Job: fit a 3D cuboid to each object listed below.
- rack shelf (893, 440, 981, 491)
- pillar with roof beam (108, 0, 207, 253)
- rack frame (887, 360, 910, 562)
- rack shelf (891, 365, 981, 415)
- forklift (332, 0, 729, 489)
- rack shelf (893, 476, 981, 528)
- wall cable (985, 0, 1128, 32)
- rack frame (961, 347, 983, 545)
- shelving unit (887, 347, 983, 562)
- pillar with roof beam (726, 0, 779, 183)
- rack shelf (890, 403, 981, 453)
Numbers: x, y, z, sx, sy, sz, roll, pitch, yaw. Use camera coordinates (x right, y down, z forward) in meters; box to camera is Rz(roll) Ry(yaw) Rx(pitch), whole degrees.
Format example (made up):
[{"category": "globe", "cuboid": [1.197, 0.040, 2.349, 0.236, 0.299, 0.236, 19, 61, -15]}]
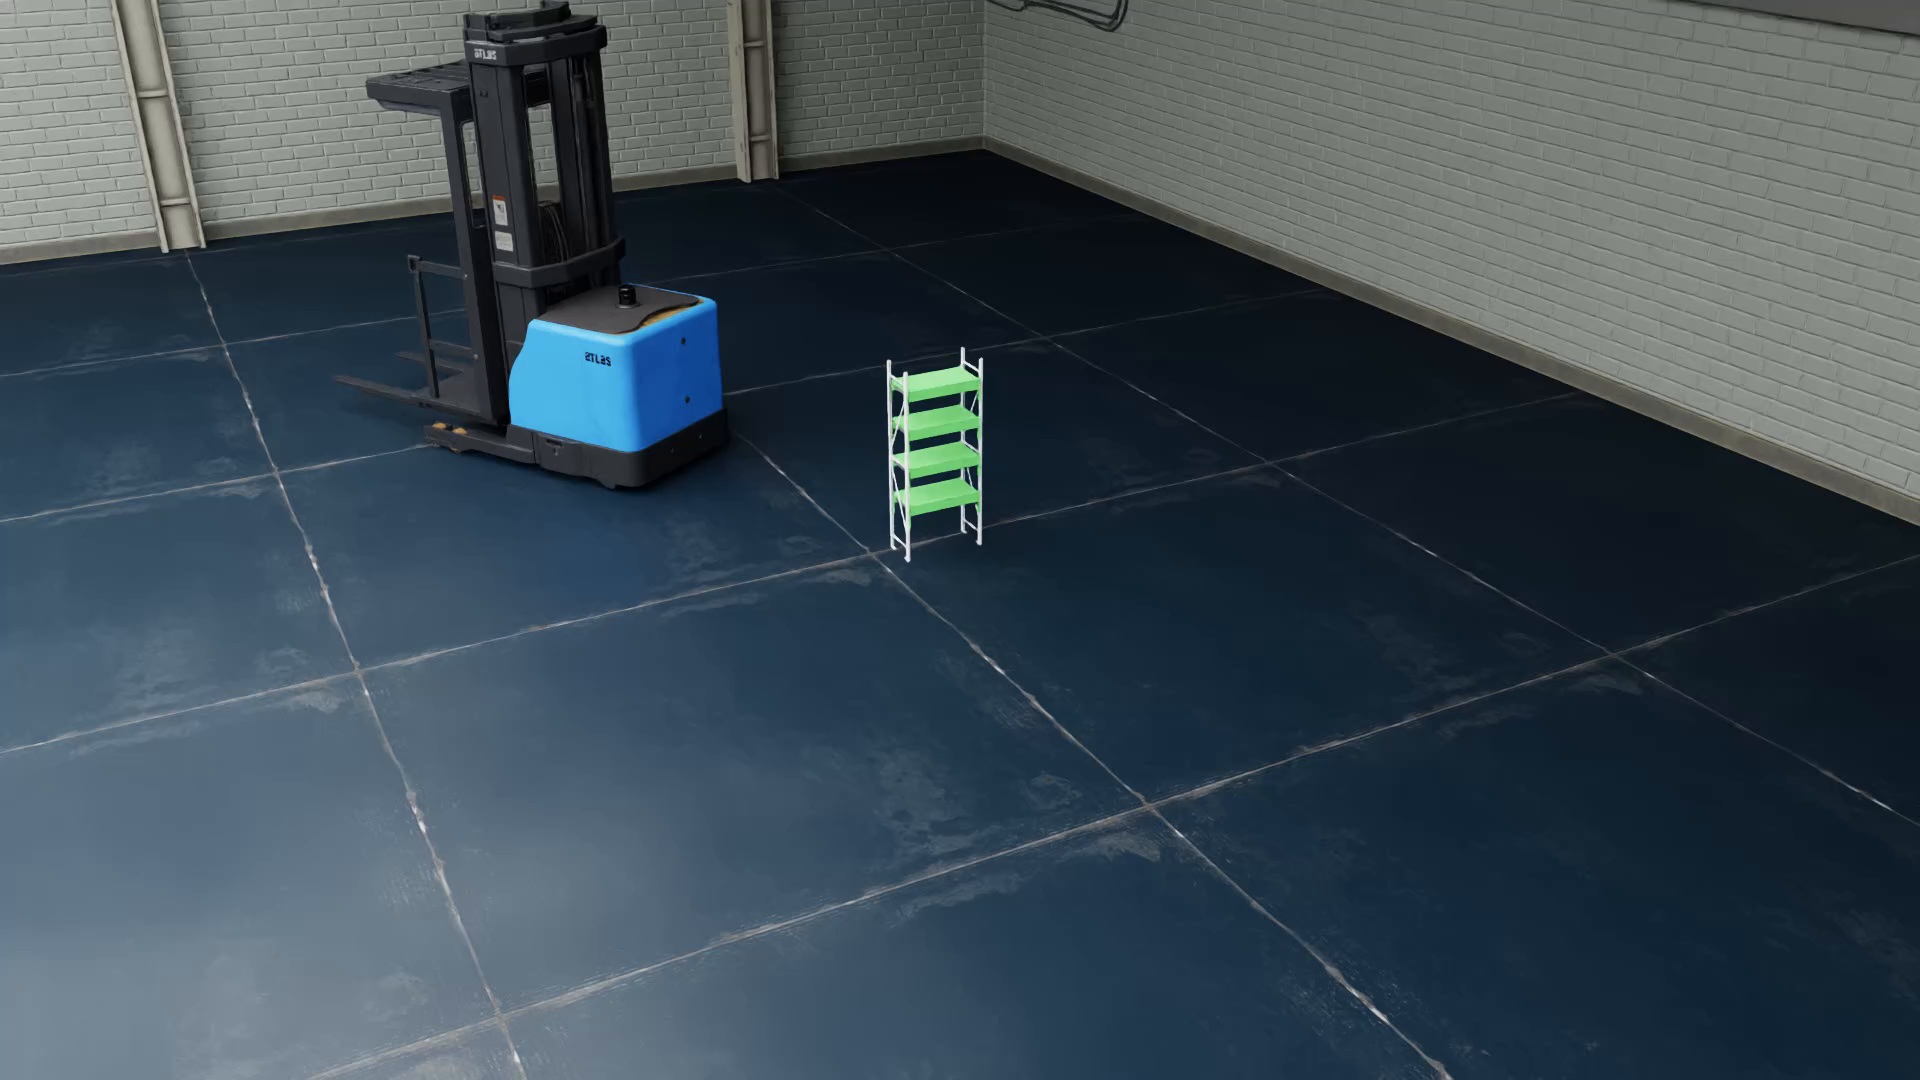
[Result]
[{"category": "rack shelf", "cuboid": [-0.146, -0.450, 9.948, 0.480, 0.148, 0.258, -13, 29, -25]}, {"category": "pillar with roof beam", "cuboid": [-5.547, -5.276, 10.842, 0.400, 9.000, 9.100, -13, 29, -25]}, {"category": "rack frame", "cuboid": [-0.361, -0.457, 9.817, 0.015, 1.200, 0.240, -13, 29, -25]}, {"category": "rack shelf", "cuboid": [-0.146, -0.882, 9.740, 0.480, 0.148, 0.258, -13, 29, -25]}, {"category": "forklift", "cuboid": [-3.143, -2.108, 11.254, 3.031, 2.935, 1.130, 14, 29, 27]}, {"category": "rack shelf", "cuboid": [-0.146, -0.233, 10.052, 0.480, 0.148, 0.258, -13, 29, -25]}, {"category": "wall cable", "cuboid": [0.943, -6.837, 17.681, 0.112, 2.526, 3.097, -13, 29, -25]}, {"category": "rack frame", "cuboid": [0.069, -0.557, 10.024, 0.015, 1.200, 0.240, -13, 29, -25]}, {"category": "shelving unit", "cuboid": [-0.146, -0.507, 9.920, 0.503, 1.200, 0.258, -13, 29, -25]}, {"category": "pillar with roof beam", "cuboid": [-0.253, -6.498, 13.387, 0.400, 9.000, 9.100, -13, 29, -25]}, {"category": "rack shelf", "cuboid": [-0.146, -0.666, 9.844, 0.480, 0.148, 0.258, -13, 29, -25]}]
